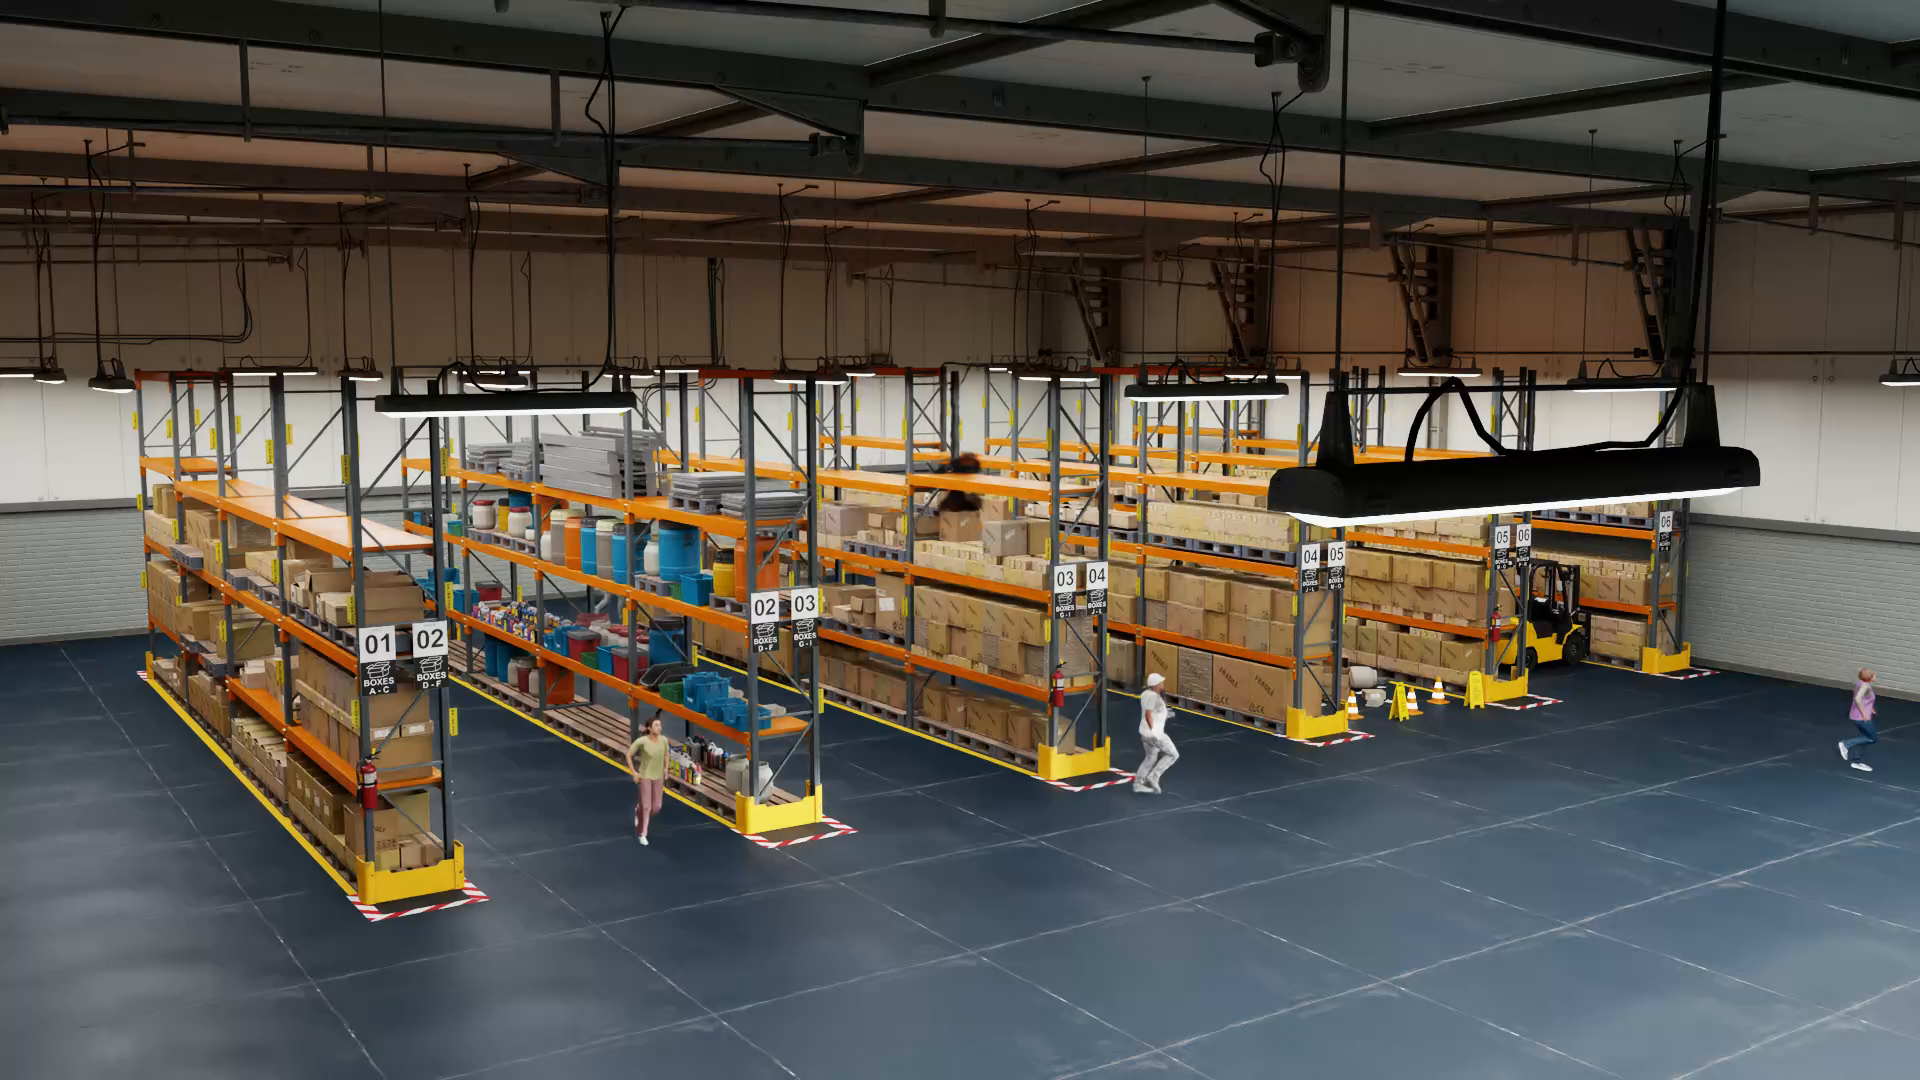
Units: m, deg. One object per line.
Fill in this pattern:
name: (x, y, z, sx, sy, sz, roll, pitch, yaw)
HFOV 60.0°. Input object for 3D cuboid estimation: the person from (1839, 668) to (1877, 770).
person: (13.691, 2.716, 25.323, 0.534, 1.557, 0.553, 2, 7, 18)

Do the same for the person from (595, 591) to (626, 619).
person: (-8.203, 1.057, 39.006, 0.904, 1.830, 0.665, -1, 7, -8)

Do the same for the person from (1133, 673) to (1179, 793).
person: (2.823, 2.770, 23.894, 0.687, 1.733, 0.704, -1, 7, -13)

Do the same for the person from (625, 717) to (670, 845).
person: (-4.059, 3.102, 21.715, 0.620, 1.633, 0.582, -4, 8, -33)
